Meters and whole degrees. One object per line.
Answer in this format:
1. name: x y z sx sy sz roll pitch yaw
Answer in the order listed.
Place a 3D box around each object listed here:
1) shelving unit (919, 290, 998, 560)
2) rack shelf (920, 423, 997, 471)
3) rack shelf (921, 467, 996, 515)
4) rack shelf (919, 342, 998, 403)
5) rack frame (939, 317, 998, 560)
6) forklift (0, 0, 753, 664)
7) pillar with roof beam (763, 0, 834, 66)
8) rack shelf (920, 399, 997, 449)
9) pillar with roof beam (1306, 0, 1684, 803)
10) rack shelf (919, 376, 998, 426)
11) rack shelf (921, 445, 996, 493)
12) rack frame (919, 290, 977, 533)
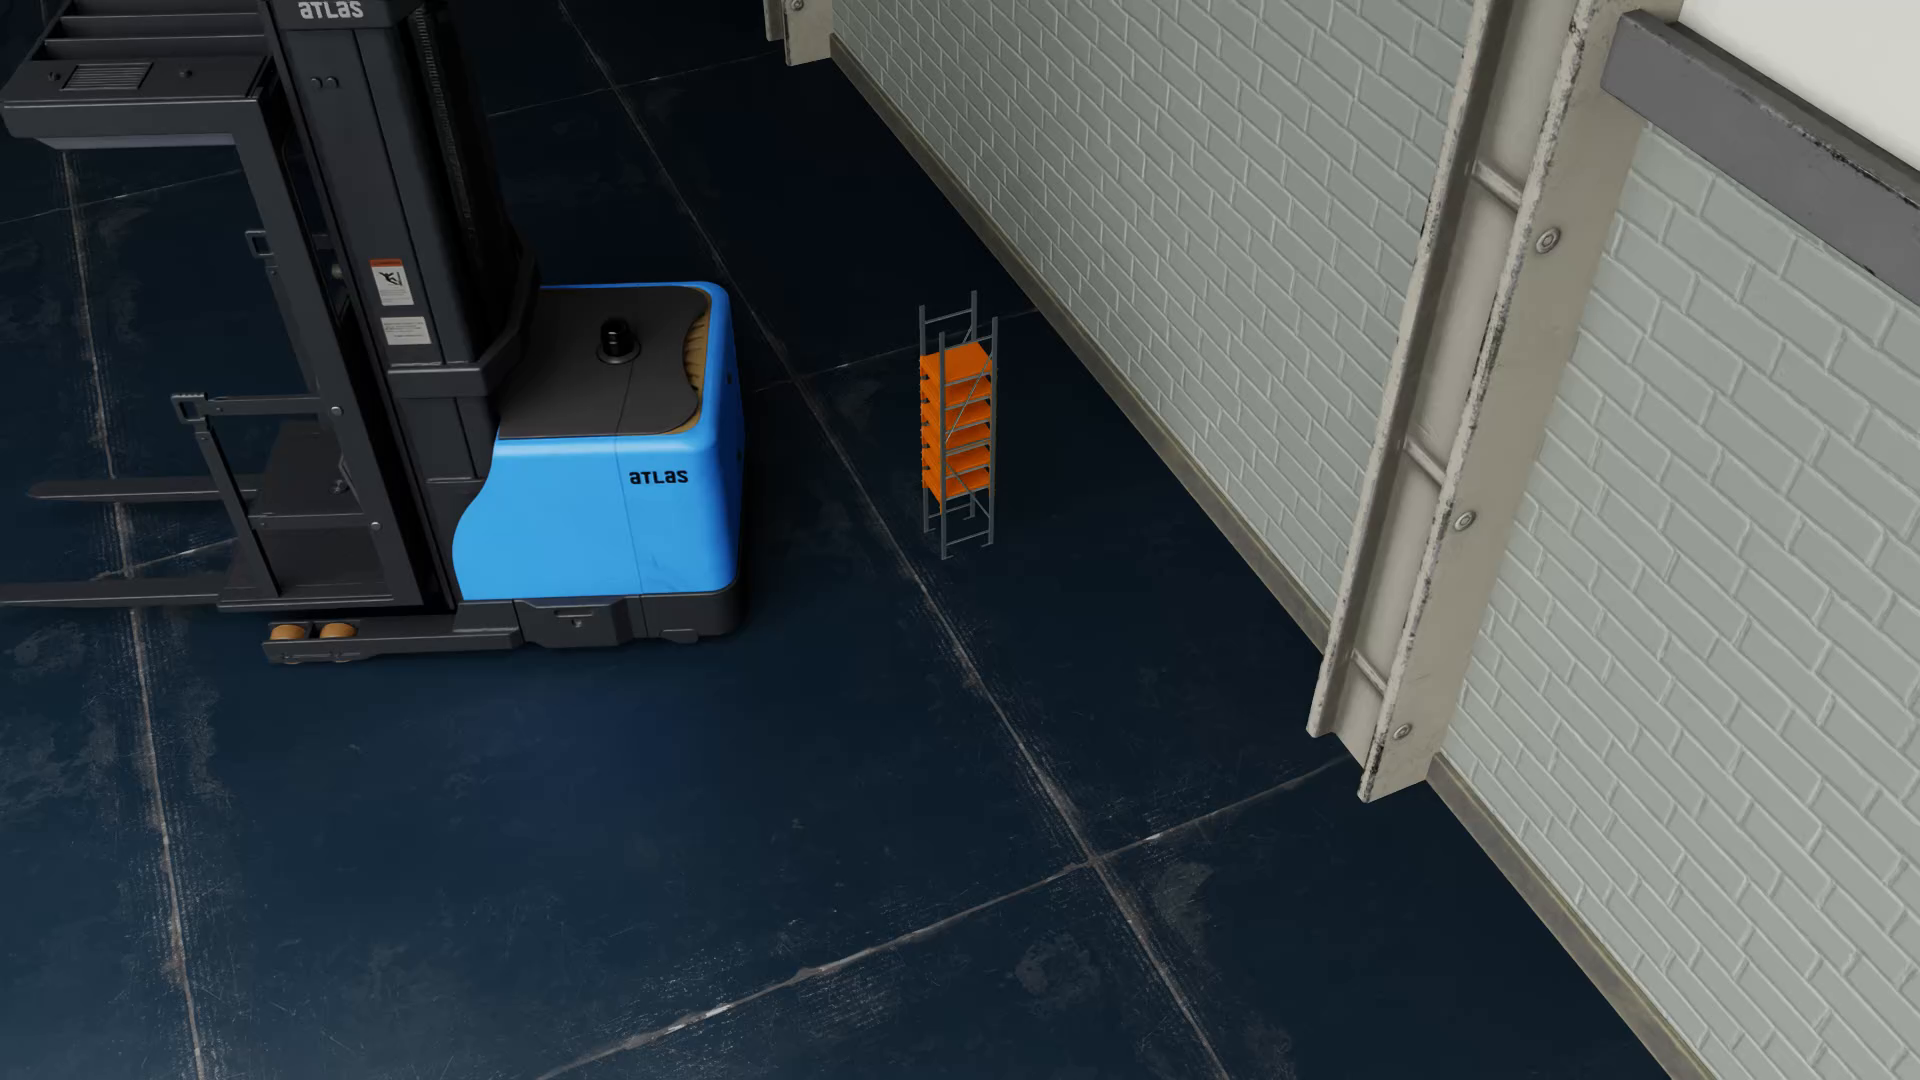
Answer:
1. shelving unit: -0.006 -0.436 6.707 0.258 1.200 0.189 -18 47 -17
2. rack shelf: -0.006 -0.405 6.738 0.258 0.103 0.180 -18 47 -17
3. rack shelf: -0.006 -0.234 6.907 0.258 0.103 0.180 -18 47 -17
4. rack shelf: -0.006 -0.661 6.485 0.258 0.103 0.180 -18 47 -17
5. rack frame: 0.032 -0.378 6.648 0.240 1.200 0.006 -18 47 -17
6. forklift: -2.400 -0.932 5.976 3.031 2.935 1.130 -2 45 -2
7. pillar with roof beam: -4.880 -4.954 5.733 9.100 9.000 0.400 -18 47 -17
8. rack shelf: -0.006 -0.490 6.654 0.258 0.103 0.180 -18 47 -17
9. pillar with roof beam: -2.357 -1.130 1.858 9.100 9.000 0.400 -18 47 -17
10. rack shelf: -0.006 -0.576 6.569 0.258 0.103 0.180 -18 47 -17
11. rack shelf: -0.006 -0.319 6.822 0.258 0.103 0.180 -18 47 -17
12. rack frame: -0.045 -0.495 6.766 0.240 1.200 0.006 -18 47 -17
